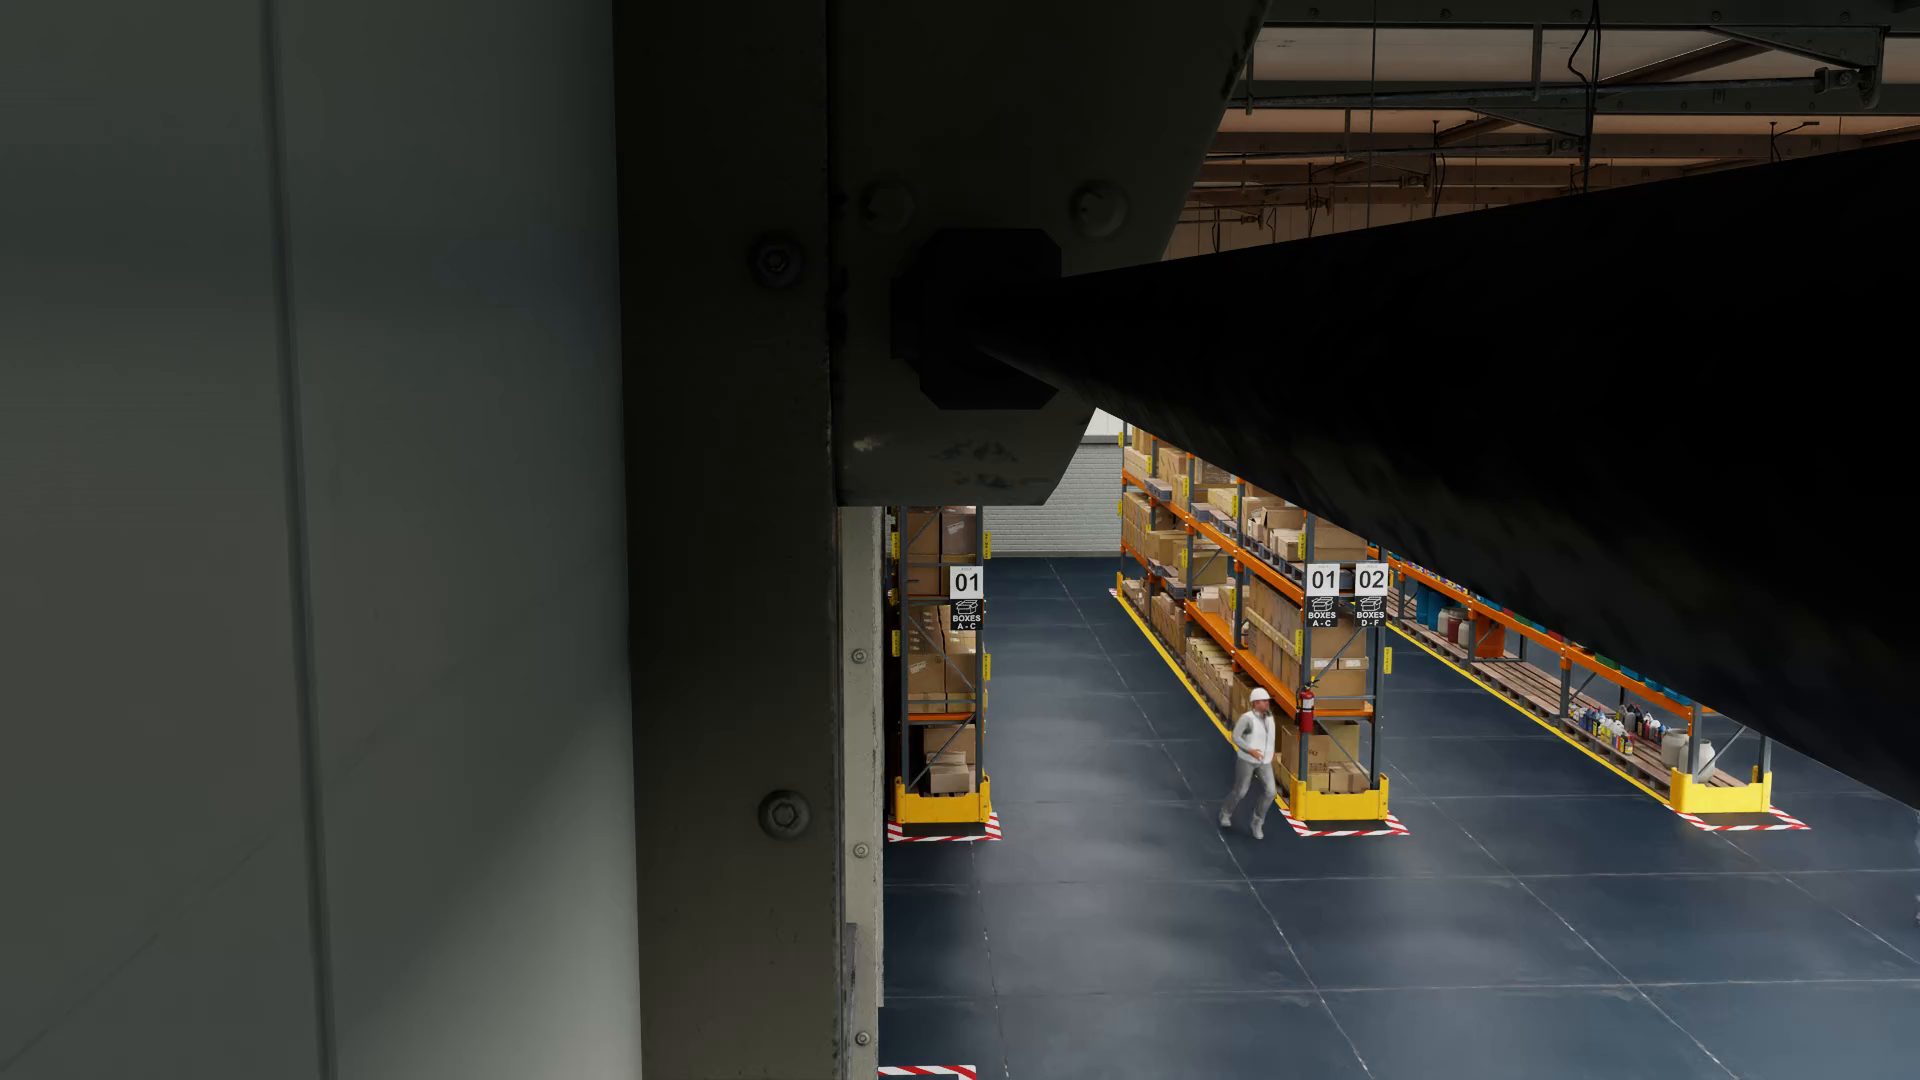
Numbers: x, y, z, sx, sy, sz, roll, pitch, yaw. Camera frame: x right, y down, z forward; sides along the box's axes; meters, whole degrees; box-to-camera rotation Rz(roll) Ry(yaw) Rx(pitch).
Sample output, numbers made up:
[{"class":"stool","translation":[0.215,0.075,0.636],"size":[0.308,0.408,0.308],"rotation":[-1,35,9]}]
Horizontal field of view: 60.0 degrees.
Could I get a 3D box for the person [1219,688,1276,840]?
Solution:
[{"class":"person","translation":[3.564,2.671,20.065],"size":[0.727,1.795,0.695],"rotation":[-4,9,-25]}]
